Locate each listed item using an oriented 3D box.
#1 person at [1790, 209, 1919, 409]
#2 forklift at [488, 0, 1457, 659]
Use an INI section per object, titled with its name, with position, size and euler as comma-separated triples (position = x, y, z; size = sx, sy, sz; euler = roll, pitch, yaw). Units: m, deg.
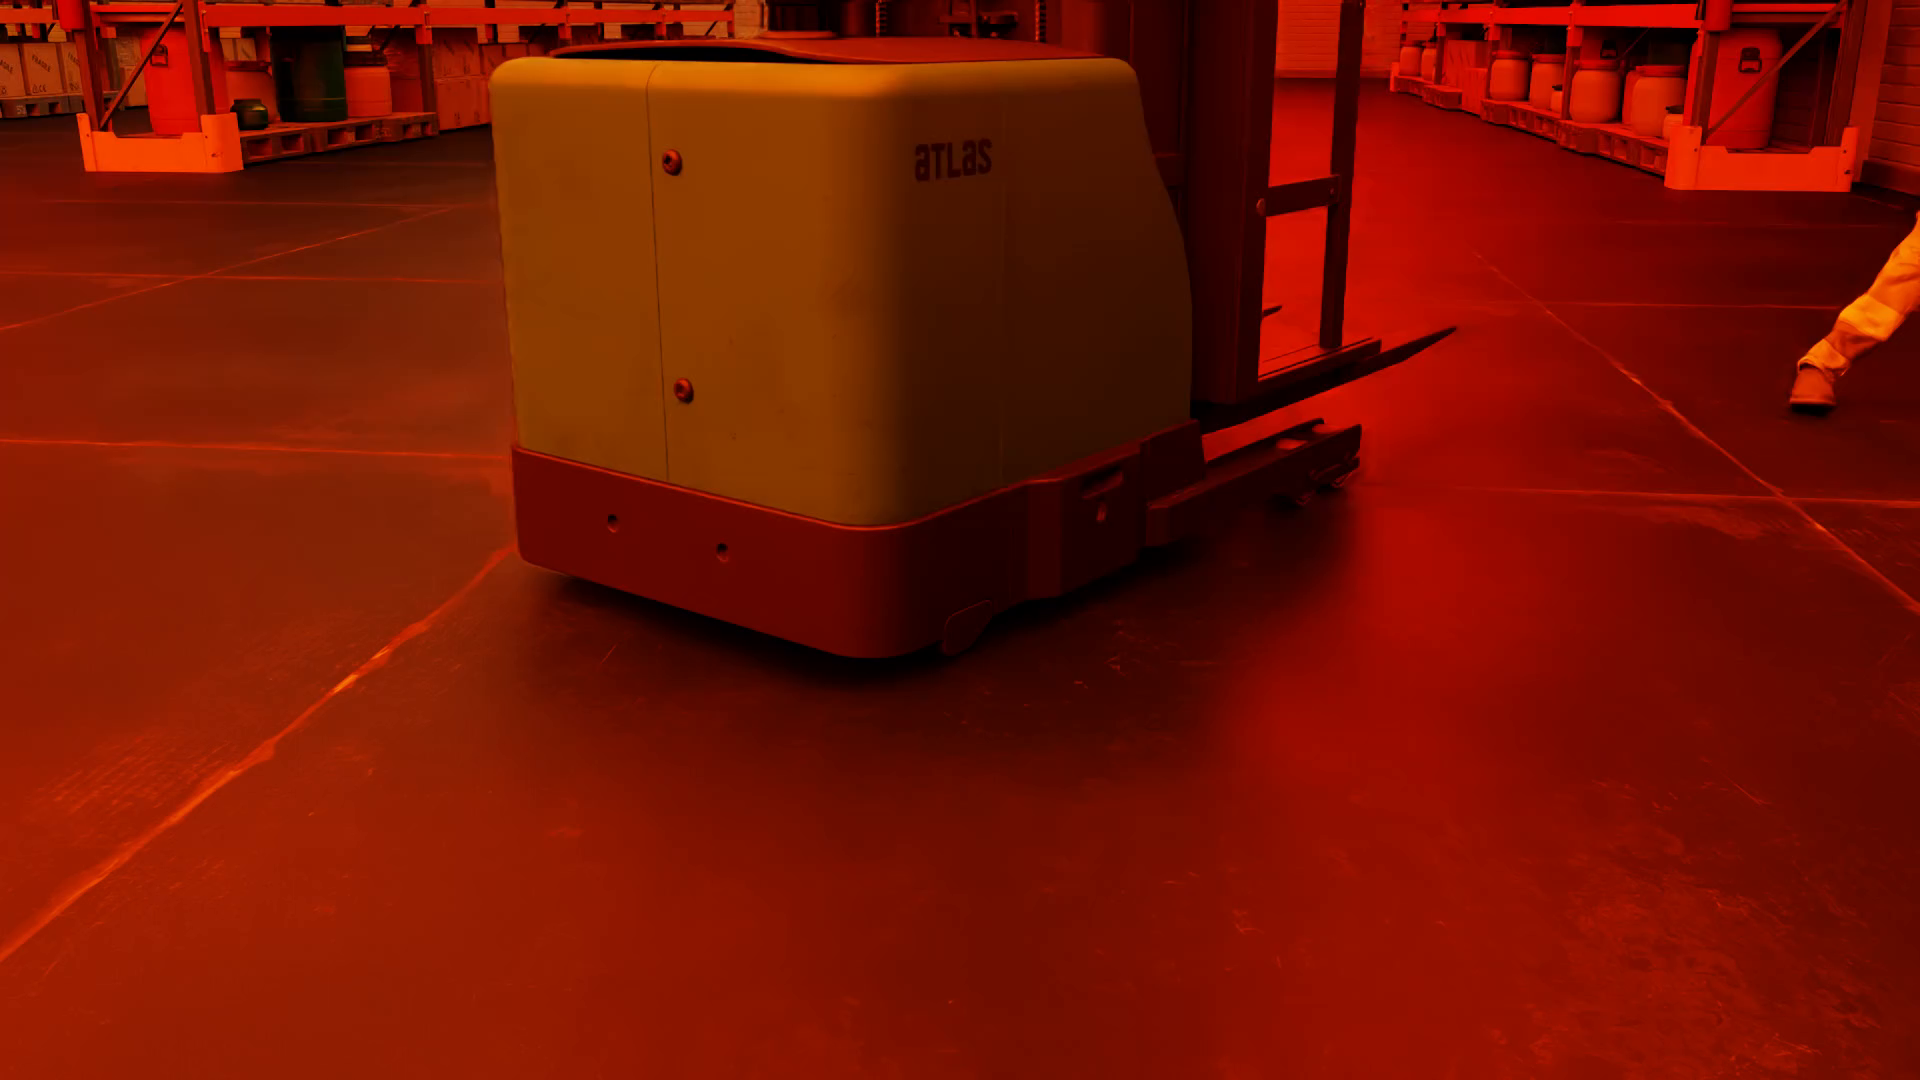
[person]
position = 3.227, -1.110, 4.715
size = 0.945, 1.572, 1.267
euler = -16, 24, -41
[forklift]
position = 0.372, -1.563, 3.910
size = 1.130, 2.935, 3.031
euler = 13, 22, 36
